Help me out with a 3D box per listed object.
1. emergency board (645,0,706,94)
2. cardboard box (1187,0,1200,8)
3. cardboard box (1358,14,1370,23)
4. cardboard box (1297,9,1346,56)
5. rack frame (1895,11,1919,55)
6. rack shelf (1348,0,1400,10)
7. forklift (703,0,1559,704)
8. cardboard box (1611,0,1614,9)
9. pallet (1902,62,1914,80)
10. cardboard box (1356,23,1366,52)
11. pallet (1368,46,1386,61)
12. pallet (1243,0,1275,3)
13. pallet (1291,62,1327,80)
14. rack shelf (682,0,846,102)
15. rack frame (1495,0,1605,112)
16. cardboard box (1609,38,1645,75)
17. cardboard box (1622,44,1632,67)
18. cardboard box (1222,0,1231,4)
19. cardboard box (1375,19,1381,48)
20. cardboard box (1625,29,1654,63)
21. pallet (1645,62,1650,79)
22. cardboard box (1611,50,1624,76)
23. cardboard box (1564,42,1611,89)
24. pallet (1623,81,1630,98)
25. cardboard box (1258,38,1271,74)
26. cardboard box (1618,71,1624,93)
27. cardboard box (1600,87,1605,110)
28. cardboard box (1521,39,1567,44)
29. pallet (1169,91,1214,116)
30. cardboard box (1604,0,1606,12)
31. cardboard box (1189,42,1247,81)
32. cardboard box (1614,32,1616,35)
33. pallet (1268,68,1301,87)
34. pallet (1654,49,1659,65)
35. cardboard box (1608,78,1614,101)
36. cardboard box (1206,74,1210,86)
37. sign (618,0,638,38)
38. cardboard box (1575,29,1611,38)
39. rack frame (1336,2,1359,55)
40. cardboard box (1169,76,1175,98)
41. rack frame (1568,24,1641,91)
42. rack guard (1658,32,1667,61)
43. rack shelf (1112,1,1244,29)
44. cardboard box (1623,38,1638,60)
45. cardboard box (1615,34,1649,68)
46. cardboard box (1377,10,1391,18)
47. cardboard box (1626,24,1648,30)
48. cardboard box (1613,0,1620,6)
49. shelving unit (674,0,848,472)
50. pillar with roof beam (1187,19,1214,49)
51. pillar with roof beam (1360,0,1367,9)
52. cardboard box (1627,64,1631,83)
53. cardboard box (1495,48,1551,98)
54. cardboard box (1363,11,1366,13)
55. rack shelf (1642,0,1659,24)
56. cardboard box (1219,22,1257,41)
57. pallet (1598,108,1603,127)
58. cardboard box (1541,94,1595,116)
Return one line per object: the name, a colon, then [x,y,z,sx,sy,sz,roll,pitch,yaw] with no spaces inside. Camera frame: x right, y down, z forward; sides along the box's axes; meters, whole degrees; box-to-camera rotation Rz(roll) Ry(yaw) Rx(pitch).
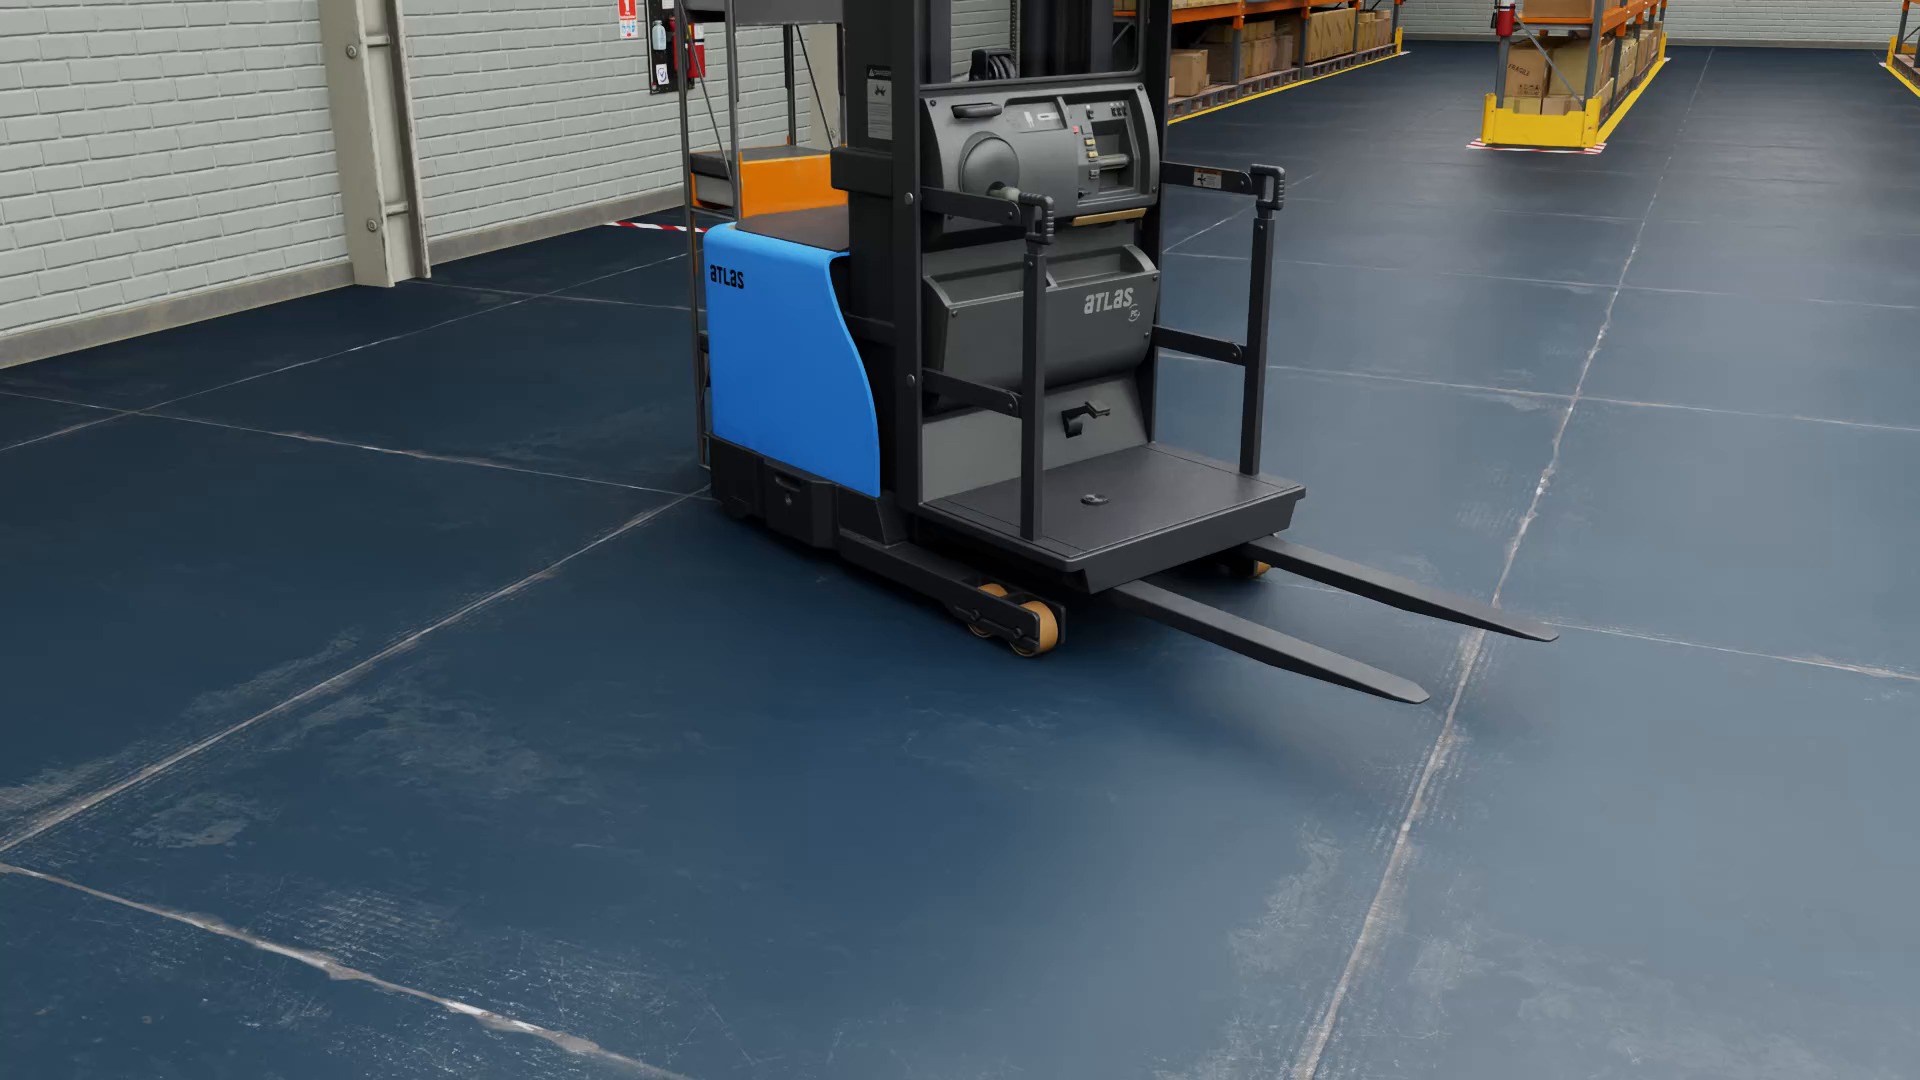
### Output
emergency board: [-2.228,-4.162,13.195,0.194,1.169,0.643,9,21,23]
cardboard box: [2.682,-6.774,20.733,0.500,0.250,0.500,8,21,22]
cardboard box: [7.399,-9.702,30.908,0.380,0.149,0.250,9,22,25]
cardboard box: [6.184,-8.778,28.757,0.750,0.750,0.750,9,22,24]
rack frame: [17.369,-9.945,29.457,1.000,3.000,0.127,9,21,23]
rack shelf: [7.512,-10.354,31.681,1.077,0.370,4.000,9,21,23]
forklift: [0.410,-1.221,5.028,1.130,2.935,3.031,-16,25,-38]
cardboard box: [7.761,-6.868,20.656,0.700,0.500,0.500,8,21,21]
pallet: [15.997,-7.639,27.133,1.003,0.211,1.213,9,21,23]
cardboard box: [7.092,-9.317,30.793,0.700,0.500,0.500,9,21,23]
pallet: [7.574,-9.364,31.984,1.003,0.211,1.213,9,21,23]
pallet: [3.862,-7.760,23.598,1.003,0.211,1.213,9,21,23]
pallet: [5.446,-7.776,27.519,1.003,0.211,1.213,9,21,23]
rack shelf: [-0.747,-1.935,6.228,0.480,0.518,0.431,-15,24,-36]
rack frame: [6.299,-5.735,17.618,1.000,3.000,0.127,9,21,23]
cardboard box: [10.023,-7.310,25.121,0.500,0.500,0.500,10,22,25]
cardboard box: [8.962,-6.687,22.934,0.500,0.311,0.500,9,22,24]
cardboard box: [3.288,-7.238,22.037,0.500,0.250,0.500,9,21,23]
cardboard box: [7.725,-9.790,32.125,0.700,0.500,0.500,8,21,21]
cardboard box: [11.273,-8.243,27.744,0.500,0.500,0.500,8,21,22]
pallet: [10.915,-7.836,27.687,1.003,0.211,1.213,9,21,23]
cardboard box: [8.334,-6.217,21.612,0.500,0.311,0.500,9,21,23]
cardboard box: [7.339,-5.582,19.547,0.500,0.500,0.500,9,21,23]
pallet: [9.203,-6.620,24.270,1.003,0.211,1.213,9,21,23]
cardboard box: [4.313,-7.364,25.273,0.700,0.500,0.500,8,21,22]
cardboard box: [8.539,-6.106,22.137,0.500,0.250,0.500,9,22,24]
cardboard box: [7.338,-5.229,19.673,0.500,0.250,0.500,9,21,23]
cardboard box: [7.053,-5.809,20.184,0.500,0.500,0.500,9,21,23]
pallet: [2.676,-5.738,21.789,1.003,0.211,1.213,9,21,23]
cardboard box: [7.134,-6.397,19.330,0.700,0.500,0.500,9,22,24]
cardboard box: [3.703,-6.893,23.949,0.700,0.500,0.500,9,22,25]
cardboard box: [10.373,-8.002,27.067,0.500,0.500,0.500,9,21,23]
pallet: [4.733,-7.307,26.199,1.003,0.211,1.213,9,21,23]
pallet: [12.495,-9.045,31.088,1.003,0.211,1.213,9,21,23]
cardboard box: [7.947,-5.688,20.964,0.500,0.250,0.500,9,21,23]
cardboard box: [3.225,-6.341,22.894,0.380,0.166,0.250,6,20,16]
sign: [-2.548,-4.024,12.753,0.001,0.329,0.234,9,21,23]
cardboard box: [9.763,-7.899,25.659,0.500,0.250,0.500,9,22,25]
rack frame: [6.693,-10.082,29.841,1.000,3.000,0.127,9,21,23]
cardboard box: [2.378,-5.727,20.953,0.500,0.311,0.500,11,22,27]
rack frame: [9.575,-8.181,24.495,1.000,3.000,0.127,9,21,23]
rack guard: [12.820,-9.425,31.725,1.175,0.500,0.348,9,21,23]
rack shelf: [2.598,-6.686,21.366,1.077,0.370,4.000,9,21,23]
cardboard box: [9.586,-7.153,24.246,0.500,0.311,0.500,9,22,24]
cardboard box: [10.651,-7.784,26.453,0.500,0.500,0.500,8,21,21]
cardboard box: [8.249,-10.338,32.698,0.380,0.149,0.250,8,21,22]
cardboard box: [11.978,-9.009,29.895,0.797,0.503,0.637,9,21,23]
cardboard box: [8.487,-7.082,21.781,0.380,0.149,0.250,9,21,23]
shelving unit: [-0.747,-1.288,6.458,0.503,2.100,0.431,-15,24,-36]
pillar with roof beam: [7.661,-10.816,22.953,9.100,9.000,0.400,9,21,23]
pillar with roof beam: [12.575,-14.485,33.268,9.100,9.000,0.400,9,21,23]
cardboard box: [9.166,-6.577,23.463,0.500,0.250,0.500,9,22,24]
cardboard box: [6.248,-5.195,18.459,0.500,0.500,0.500,9,21,23]
cardboard box: [7.694,-10.237,32.413,0.380,0.149,0.250,9,21,23]
rack shelf: [10.394,-8.453,26.335,1.077,0.370,4.000,9,21,23]
cardboard box: [4.090,-7.541,24.652,0.500,0.250,0.500,8,21,21]
pallet: [7.075,-5.032,19.804,1.003,0.211,1.213,9,21,23]
cardboard box: [6.722,-4.771,18.384,0.500,0.250,0.500,9,21,23]
